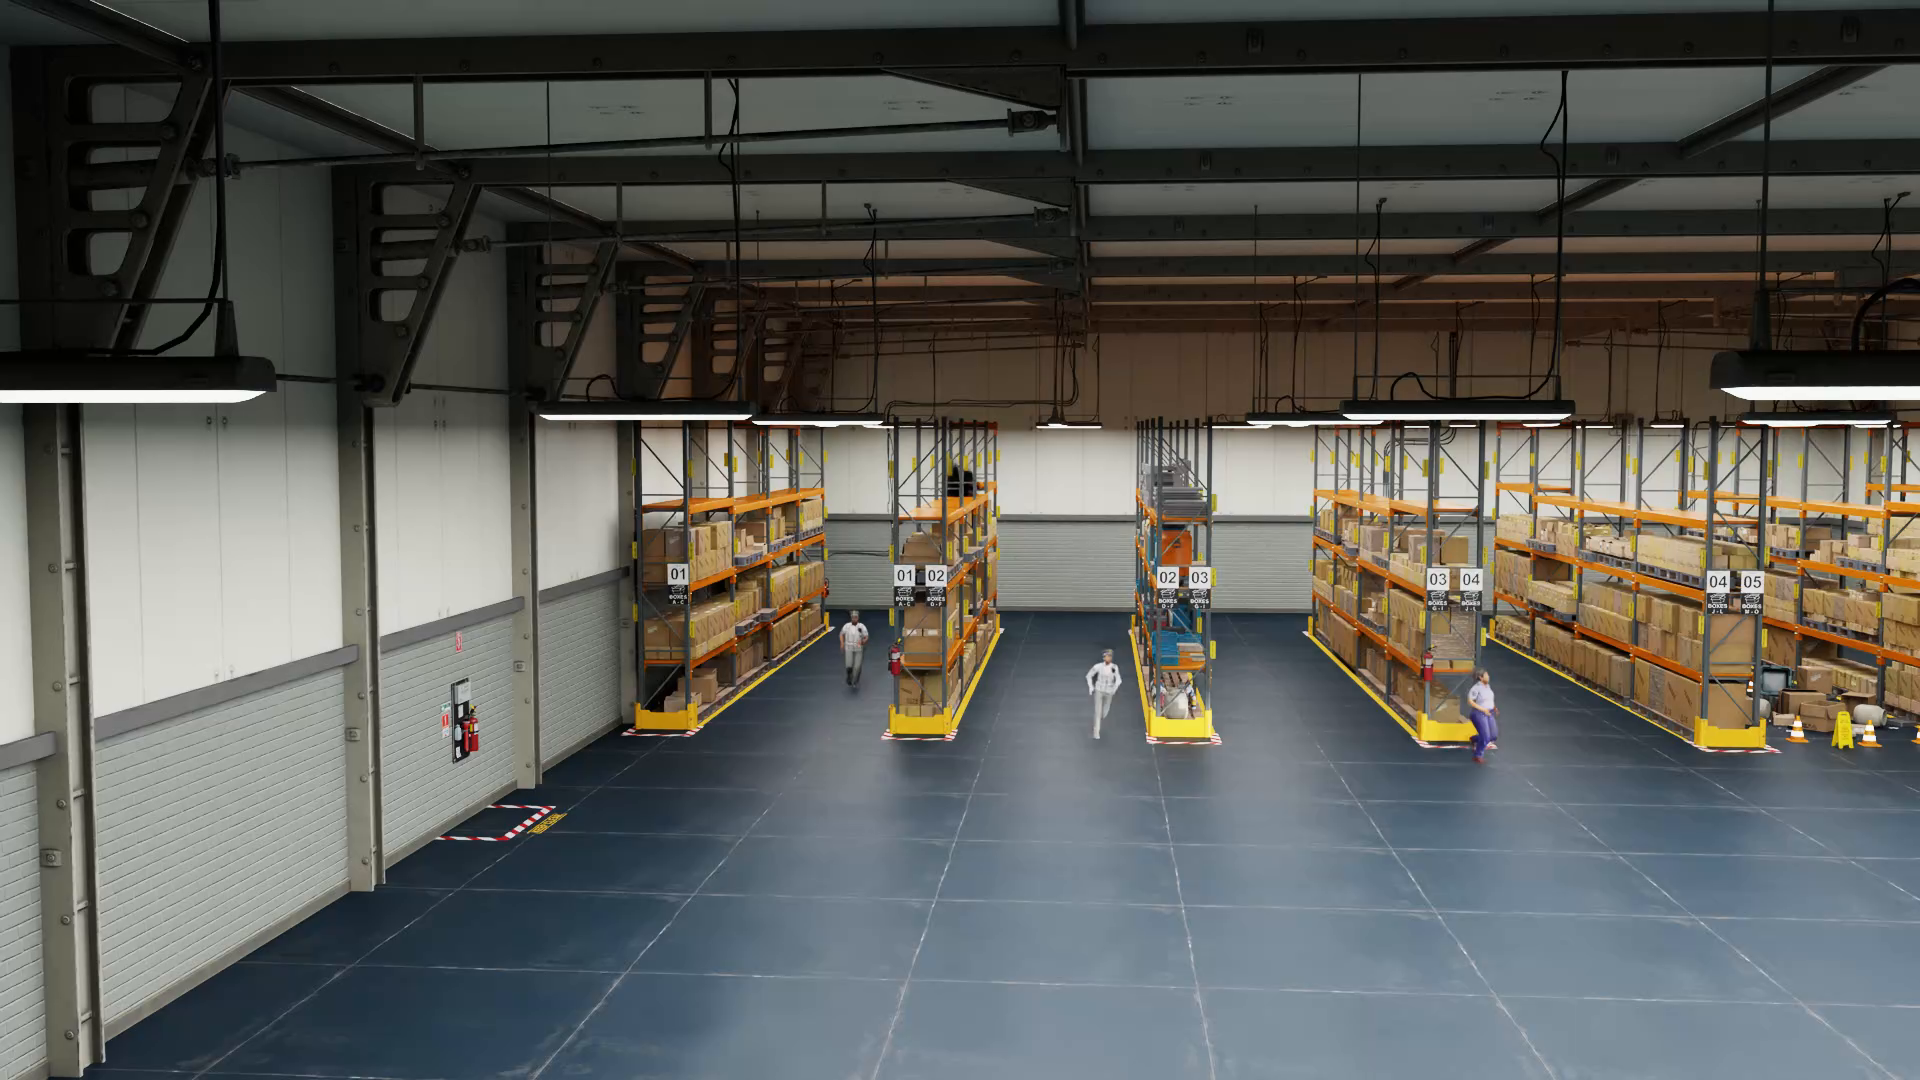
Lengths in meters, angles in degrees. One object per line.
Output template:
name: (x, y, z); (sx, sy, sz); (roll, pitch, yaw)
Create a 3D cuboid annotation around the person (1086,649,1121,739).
person: (2.713, 2.871, 31.352); (0.660, 1.663, 0.702); (0, 4, -6)

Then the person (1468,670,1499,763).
person: (9.064, 3.060, 28.923); (0.639, 1.612, 0.555); (-3, 5, -41)

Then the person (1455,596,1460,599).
person: (13.532, 1.893, 44.958); (0.696, 1.799, 0.861); (1, 4, 12)

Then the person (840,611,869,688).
person: (-2.355, 2.438, 36.948); (0.664, 1.734, 0.590); (0, 4, -1)
